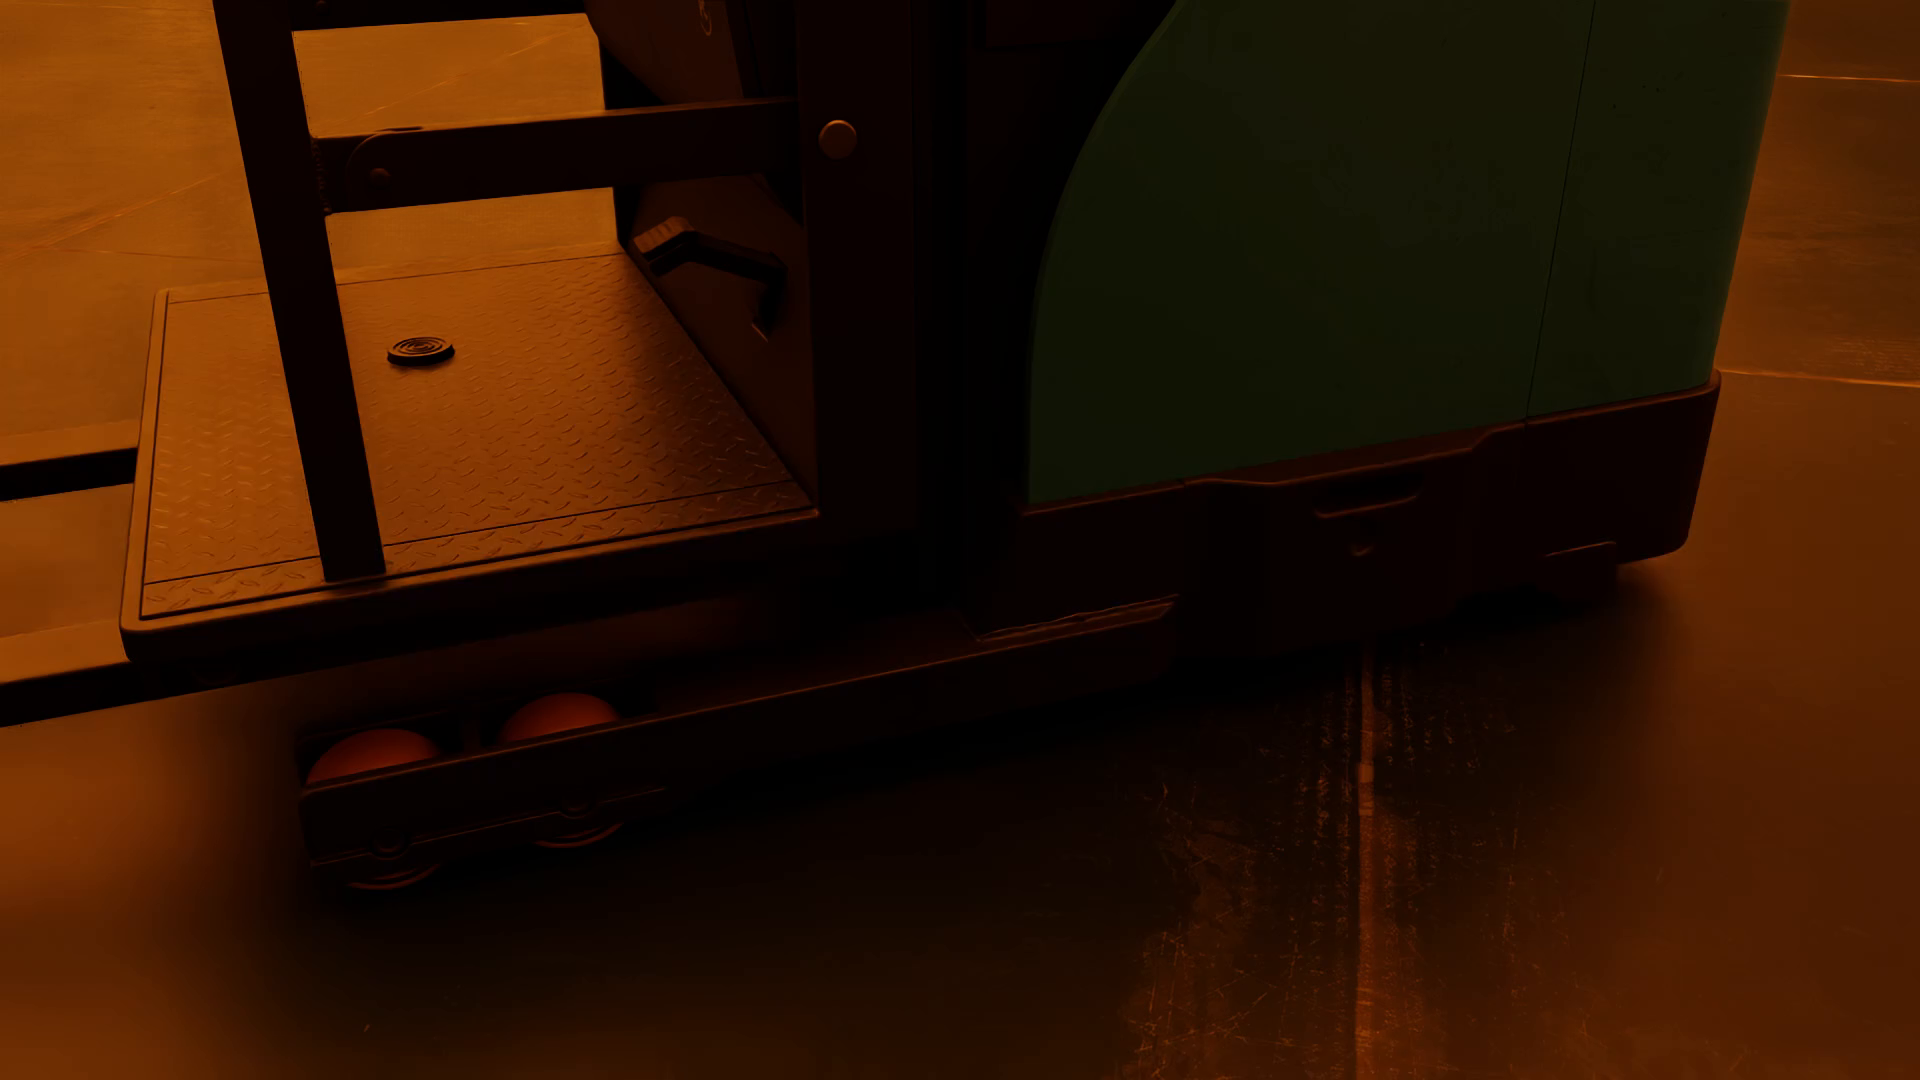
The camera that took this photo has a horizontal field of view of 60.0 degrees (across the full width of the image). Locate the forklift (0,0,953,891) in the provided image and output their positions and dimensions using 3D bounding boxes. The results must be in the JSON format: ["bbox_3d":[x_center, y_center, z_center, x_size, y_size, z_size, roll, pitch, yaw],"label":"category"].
[{"bbox_3d":[-0.600,-1.164,1.625,2.884,2.867,1.101,-10,29,-19],"label":"forklift"}]
